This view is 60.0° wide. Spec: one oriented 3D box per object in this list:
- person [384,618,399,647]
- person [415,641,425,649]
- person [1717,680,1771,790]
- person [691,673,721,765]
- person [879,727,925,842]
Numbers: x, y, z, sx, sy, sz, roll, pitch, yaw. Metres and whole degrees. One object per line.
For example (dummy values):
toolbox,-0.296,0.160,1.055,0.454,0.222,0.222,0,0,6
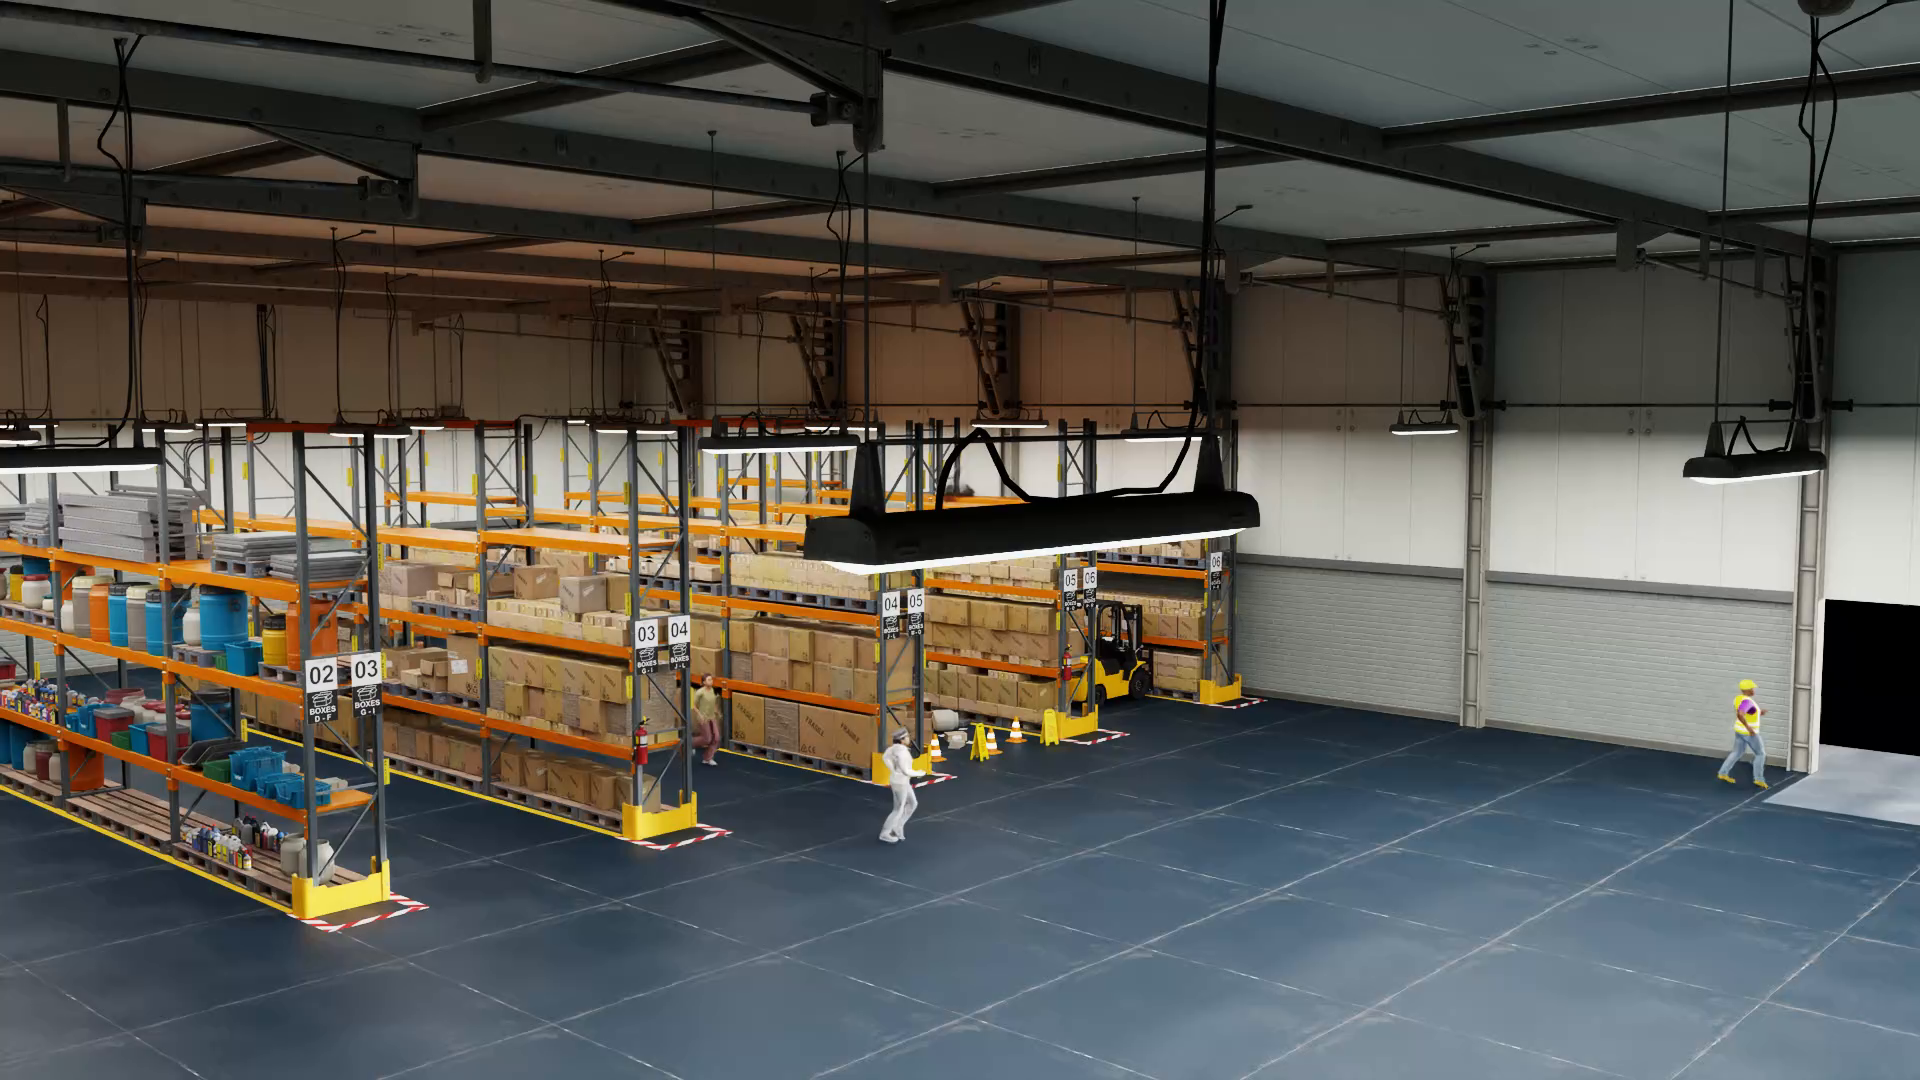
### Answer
person,-13.566,2.265,39.706,0.553,1.634,0.636,3,5,31
person,-10.534,2.858,32.677,0.569,1.609,0.668,3,6,36
person,12.940,3.202,27.388,0.820,1.821,0.677,0,5,-2
person,-4.524,3.137,29.280,0.622,1.621,0.569,3,6,35
person,-0.843,3.541,24.013,0.675,1.717,0.632,-1,5,-10
